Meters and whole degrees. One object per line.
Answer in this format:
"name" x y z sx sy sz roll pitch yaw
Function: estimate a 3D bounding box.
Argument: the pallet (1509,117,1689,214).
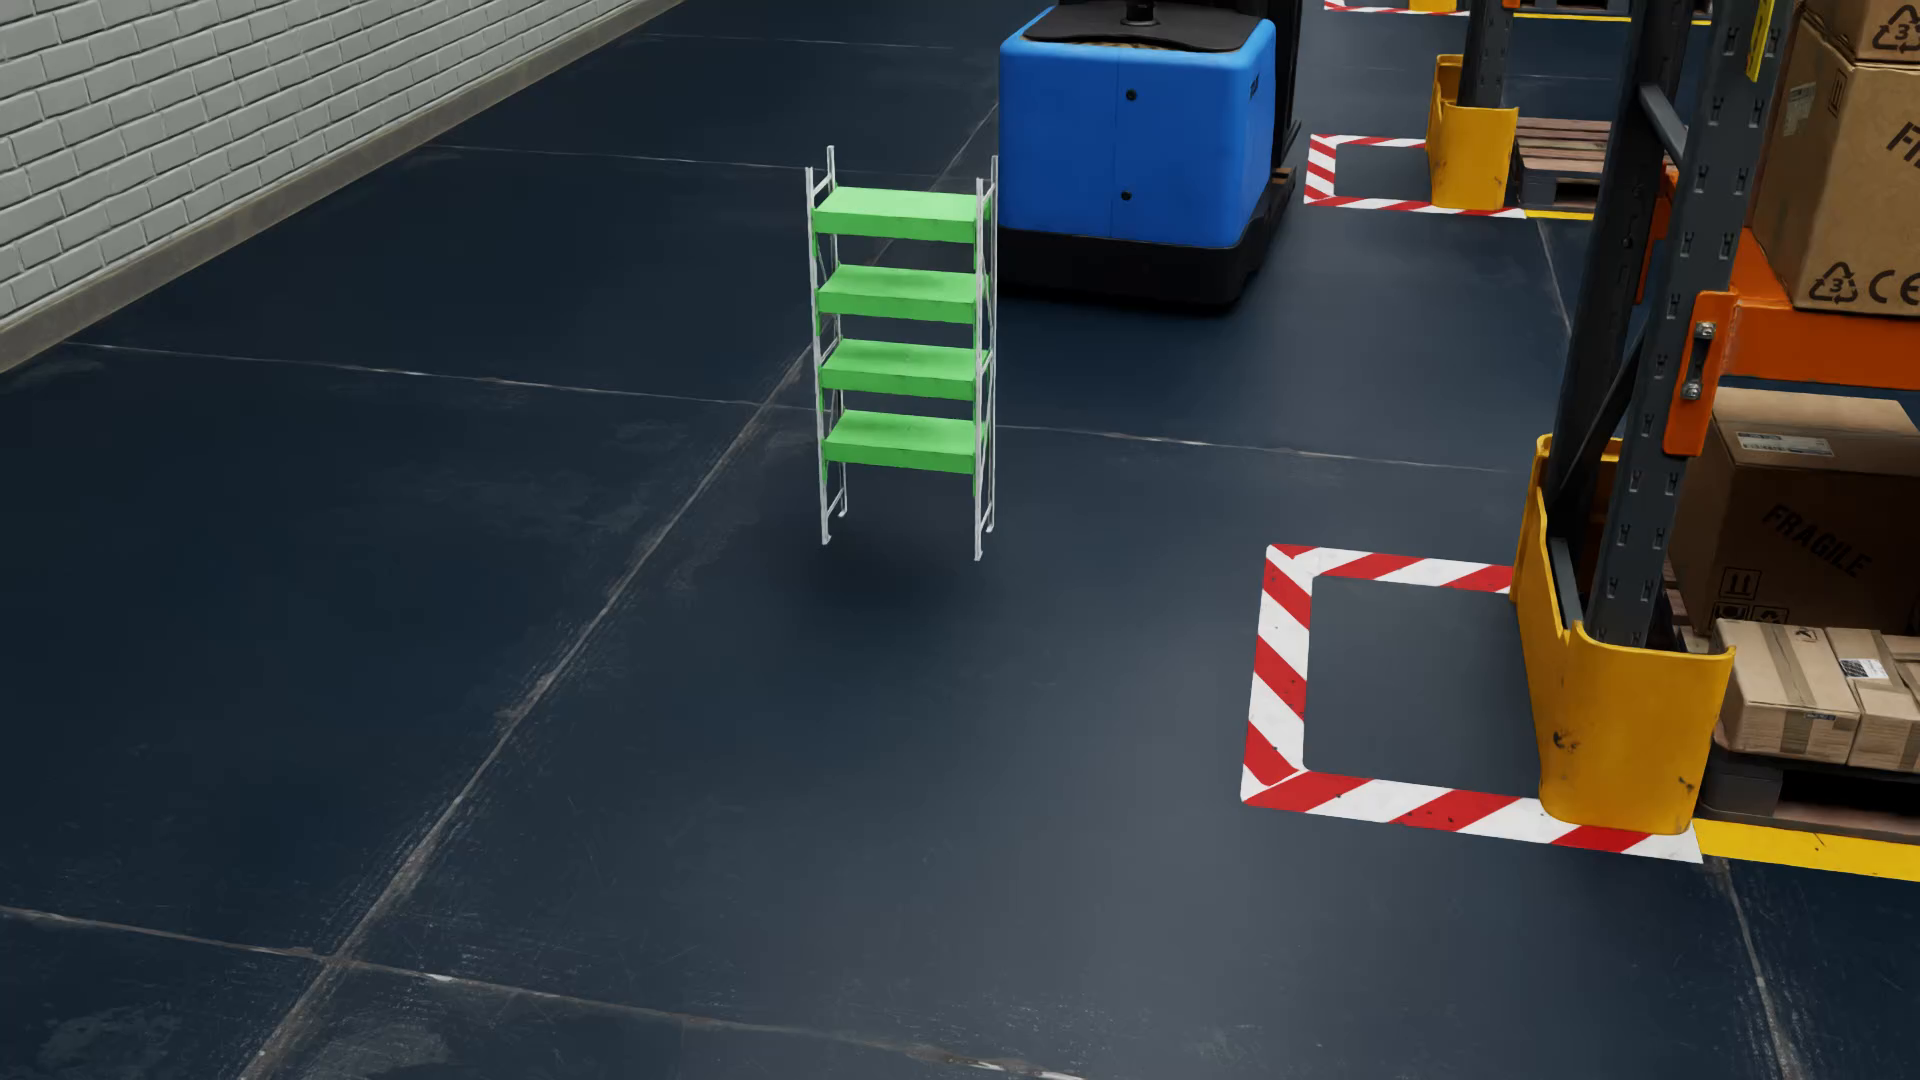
"pallet" 3.461 -1.906 8.512 1.213 0.211 1.003 6 29 11

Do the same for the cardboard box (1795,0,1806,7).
"cardboard box" 2.118 -1.471 3.669 0.500 0.500 0.500 6 29 10

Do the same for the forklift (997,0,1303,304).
"forklift" 1.064 -2.952 7.591 1.130 2.935 3.031 8 30 15

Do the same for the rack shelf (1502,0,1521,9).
"rack shelf" 4.619 -2.714 7.833 4.000 0.370 1.077 6 29 11

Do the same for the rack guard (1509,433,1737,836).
"rack guard" 1.699 0.200 4.365 0.348 0.500 1.175 6 29 11

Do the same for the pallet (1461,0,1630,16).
"pallet" 4.496 -4.290 12.866 1.213 0.211 1.003 6 29 11

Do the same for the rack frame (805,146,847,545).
"rack frame" -0.401 -0.567 5.037 0.015 1.200 0.240 6 29 11

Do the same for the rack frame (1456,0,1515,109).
"rack frame" 2.663 -3.230 8.027 0.127 3.000 1.000 6 29 11

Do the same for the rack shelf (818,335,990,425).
"rack shelf" -0.162 -0.487 5.023 0.480 0.148 0.258 6 29 11

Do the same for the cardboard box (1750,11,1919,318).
"cardboard box" 2.004 -0.780 3.447 0.500 0.500 0.500 6 29 12

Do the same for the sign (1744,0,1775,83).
"sign" 1.512 -1.029 3.105 0.005 0.325 0.100 6 29 11

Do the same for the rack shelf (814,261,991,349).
"rack shelf" -0.162 -0.697 4.908 0.480 0.148 0.258 6 29 11

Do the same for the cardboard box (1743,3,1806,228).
"cardboard box" 2.120 -1.031 3.906 0.500 0.500 0.500 7 29 12

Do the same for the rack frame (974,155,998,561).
"rack frame" 0.077 -0.518 4.948 0.015 1.200 0.240 6 29 11

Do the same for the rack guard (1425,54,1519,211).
"rack guard" 2.637 -2.130 8.620 0.348 0.500 1.175 6 29 11

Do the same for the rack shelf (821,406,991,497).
"rack shelf" -0.162 -0.276 5.138 0.480 0.148 0.258 6 29 11

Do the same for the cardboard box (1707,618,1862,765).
"cardboard box" 1.963 0.356 3.986 0.250 0.149 0.380 6 29 11

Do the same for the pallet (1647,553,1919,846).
"pallet" 2.479 0.406 4.289 1.213 0.211 1.003 6 29 11

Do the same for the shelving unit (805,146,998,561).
"shelving unit" -0.162 -0.543 4.992 0.503 1.200 0.258 6 29 11

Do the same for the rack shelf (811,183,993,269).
"rack shelf" -0.162 -0.908 4.792 0.480 0.148 0.258 6 29 11

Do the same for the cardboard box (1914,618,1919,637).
"cardboard box" 2.586 0.346 3.899 0.500 0.250 0.500 6 29 11

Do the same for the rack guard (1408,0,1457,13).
"rack guard" 3.674 -4.462 12.880 0.348 0.500 1.175 6 29 11

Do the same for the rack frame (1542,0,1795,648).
"rack frame" 1.625 -0.904 3.779 0.127 3.000 1.000 6 29 11

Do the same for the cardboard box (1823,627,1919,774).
"cardboard box" 2.207 0.374 3.936 0.250 0.166 0.380 6 29 11

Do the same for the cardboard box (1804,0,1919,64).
"cardboard box" 2.004 -1.219 3.207 0.500 0.500 0.500 7 29 12

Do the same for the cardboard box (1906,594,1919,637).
"cardboard box" 2.585 0.167 4.314 0.250 0.166 0.380 6 29 11

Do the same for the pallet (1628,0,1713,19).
"pallet" 5.685 -4.166 12.641 1.213 0.211 1.003 6 29 11

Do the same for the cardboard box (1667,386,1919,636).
"cardboard box" 2.208 -0.062 4.385 0.500 0.500 0.500 6 29 11

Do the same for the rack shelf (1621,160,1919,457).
"rack shelf" 3.581 -0.388 3.585 4.000 0.370 1.077 6 29 11
